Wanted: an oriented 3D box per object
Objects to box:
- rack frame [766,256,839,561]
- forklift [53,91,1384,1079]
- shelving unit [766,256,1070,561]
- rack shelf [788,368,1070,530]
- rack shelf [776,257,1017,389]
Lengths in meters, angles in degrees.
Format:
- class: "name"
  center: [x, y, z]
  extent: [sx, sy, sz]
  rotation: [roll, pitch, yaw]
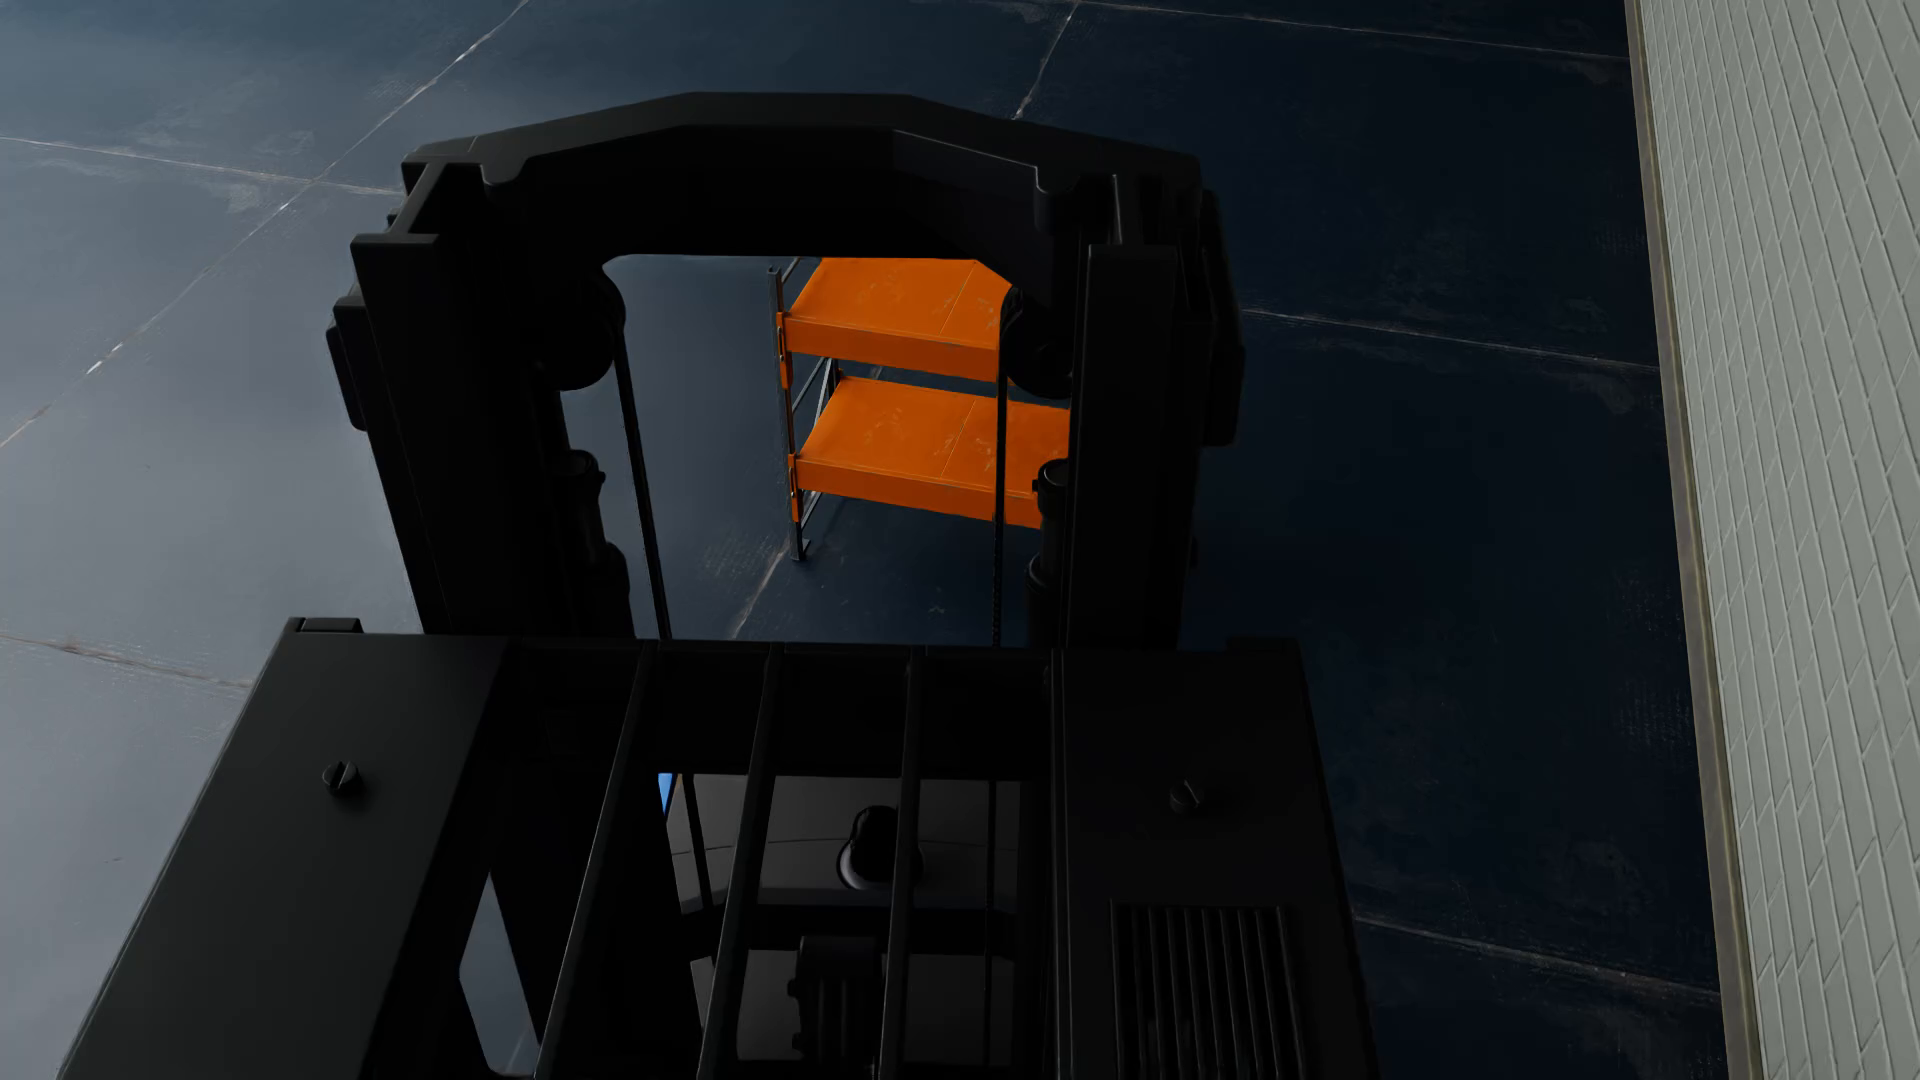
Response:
- class: "rack frame"
  center: [-0.498, -0.516, 5.490]
  extent: [0.032, 1.125, 0.500]
  rotation: [10, 41, 11]
- class: "forklift"
  center: [-0.190, 1.075, 2.191]
  extent: [1.130, 2.935, 3.031]
  rotation: [1, 40, 1]
- class: "shelving unit"
  center: [-0.007, -0.432, 5.390]
  extent: [1.048, 1.125, 0.538]
  rotation: [10, 41, 11]
- class: "rack shelf"
  center: [-0.007, -0.245, 5.547]
  extent: [1.000, 0.278, 0.538]
  rotation: [10, 41, 11]
- class: "rack shelf"
  center: [-0.007, -0.656, 5.201]
  extent: [1.000, 0.278, 0.538]
  rotation: [10, 41, 11]
